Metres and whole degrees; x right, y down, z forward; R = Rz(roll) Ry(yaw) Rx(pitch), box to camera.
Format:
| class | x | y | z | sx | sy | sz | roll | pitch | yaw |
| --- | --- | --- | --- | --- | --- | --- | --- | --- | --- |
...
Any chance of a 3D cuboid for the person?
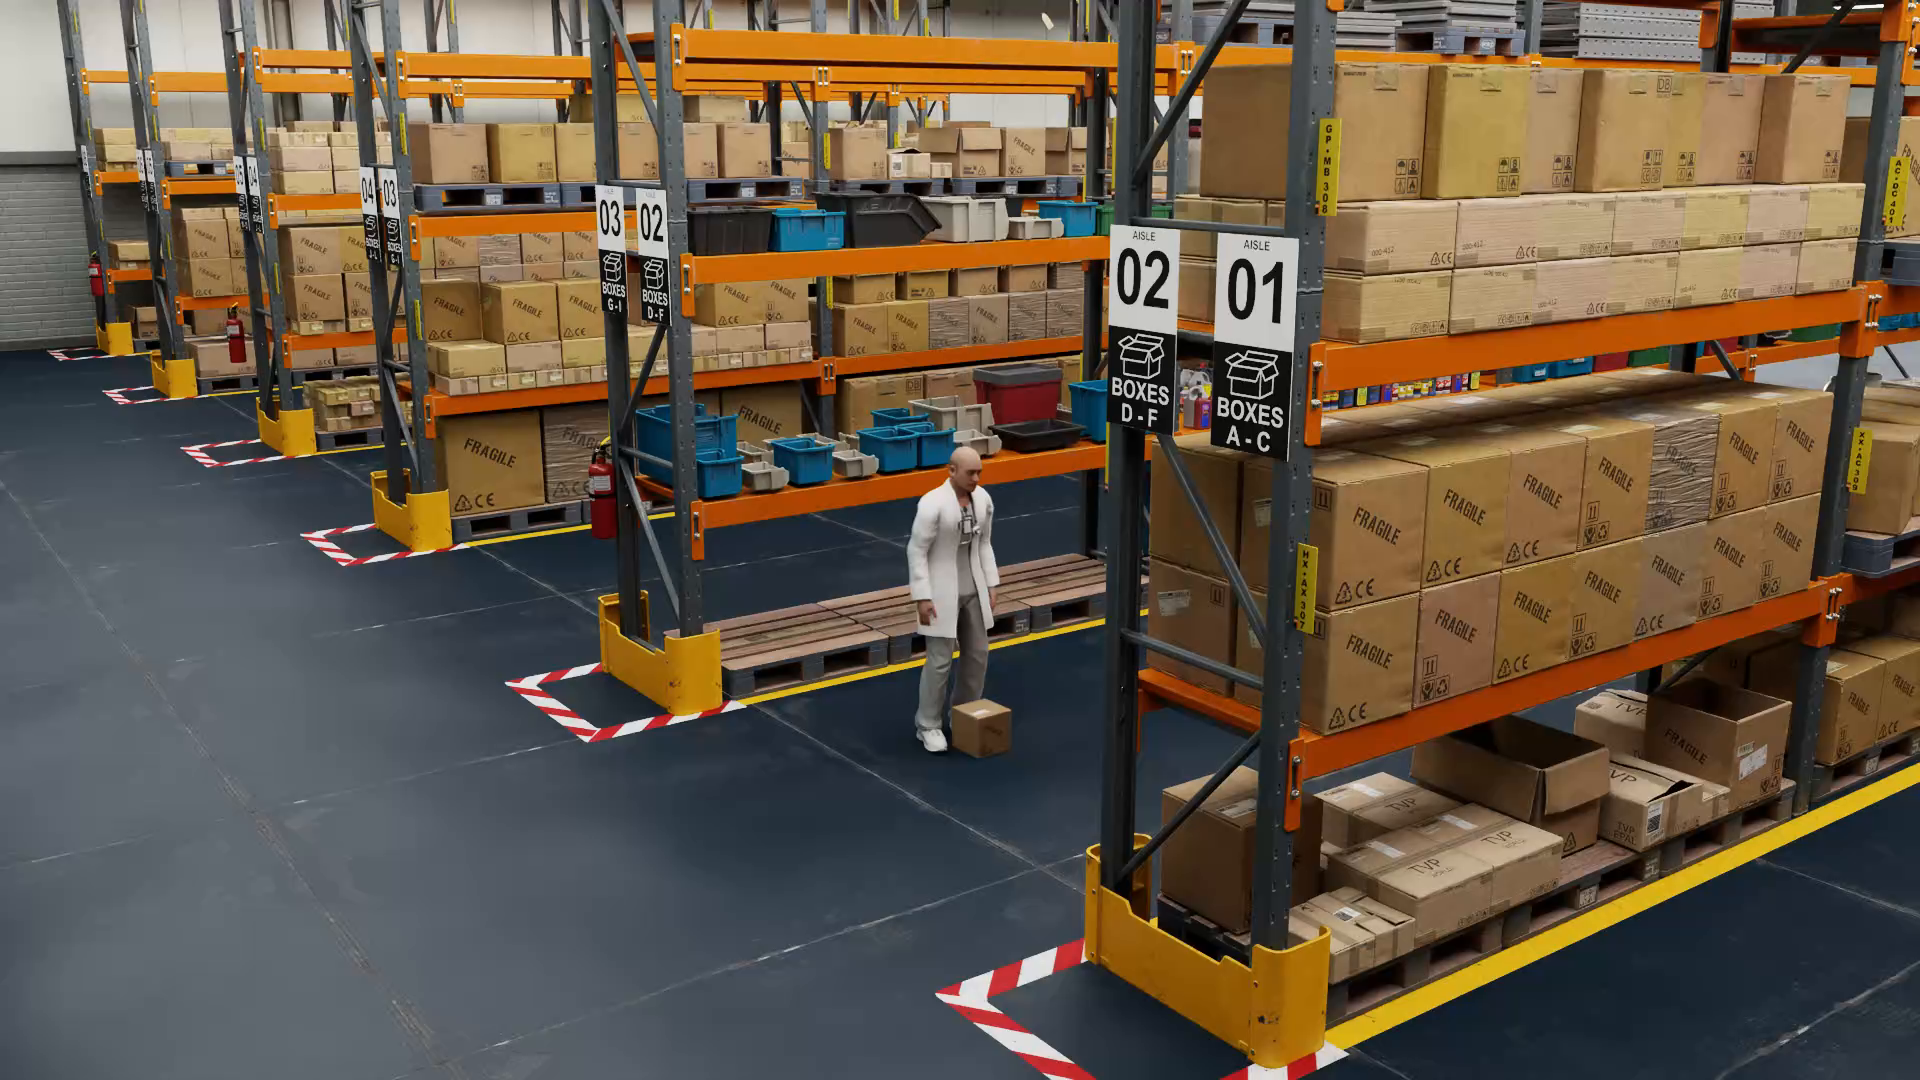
| class | x | y | z | sx | sy | sz | roll | pitch | yaw |
| --- | --- | --- | --- | --- | --- | --- | --- | --- | --- |
| person | -0.021 | 0.408 | 9.802 | 0.644 | 1.590 | 0.429 | -11 | 18 | -38 |
